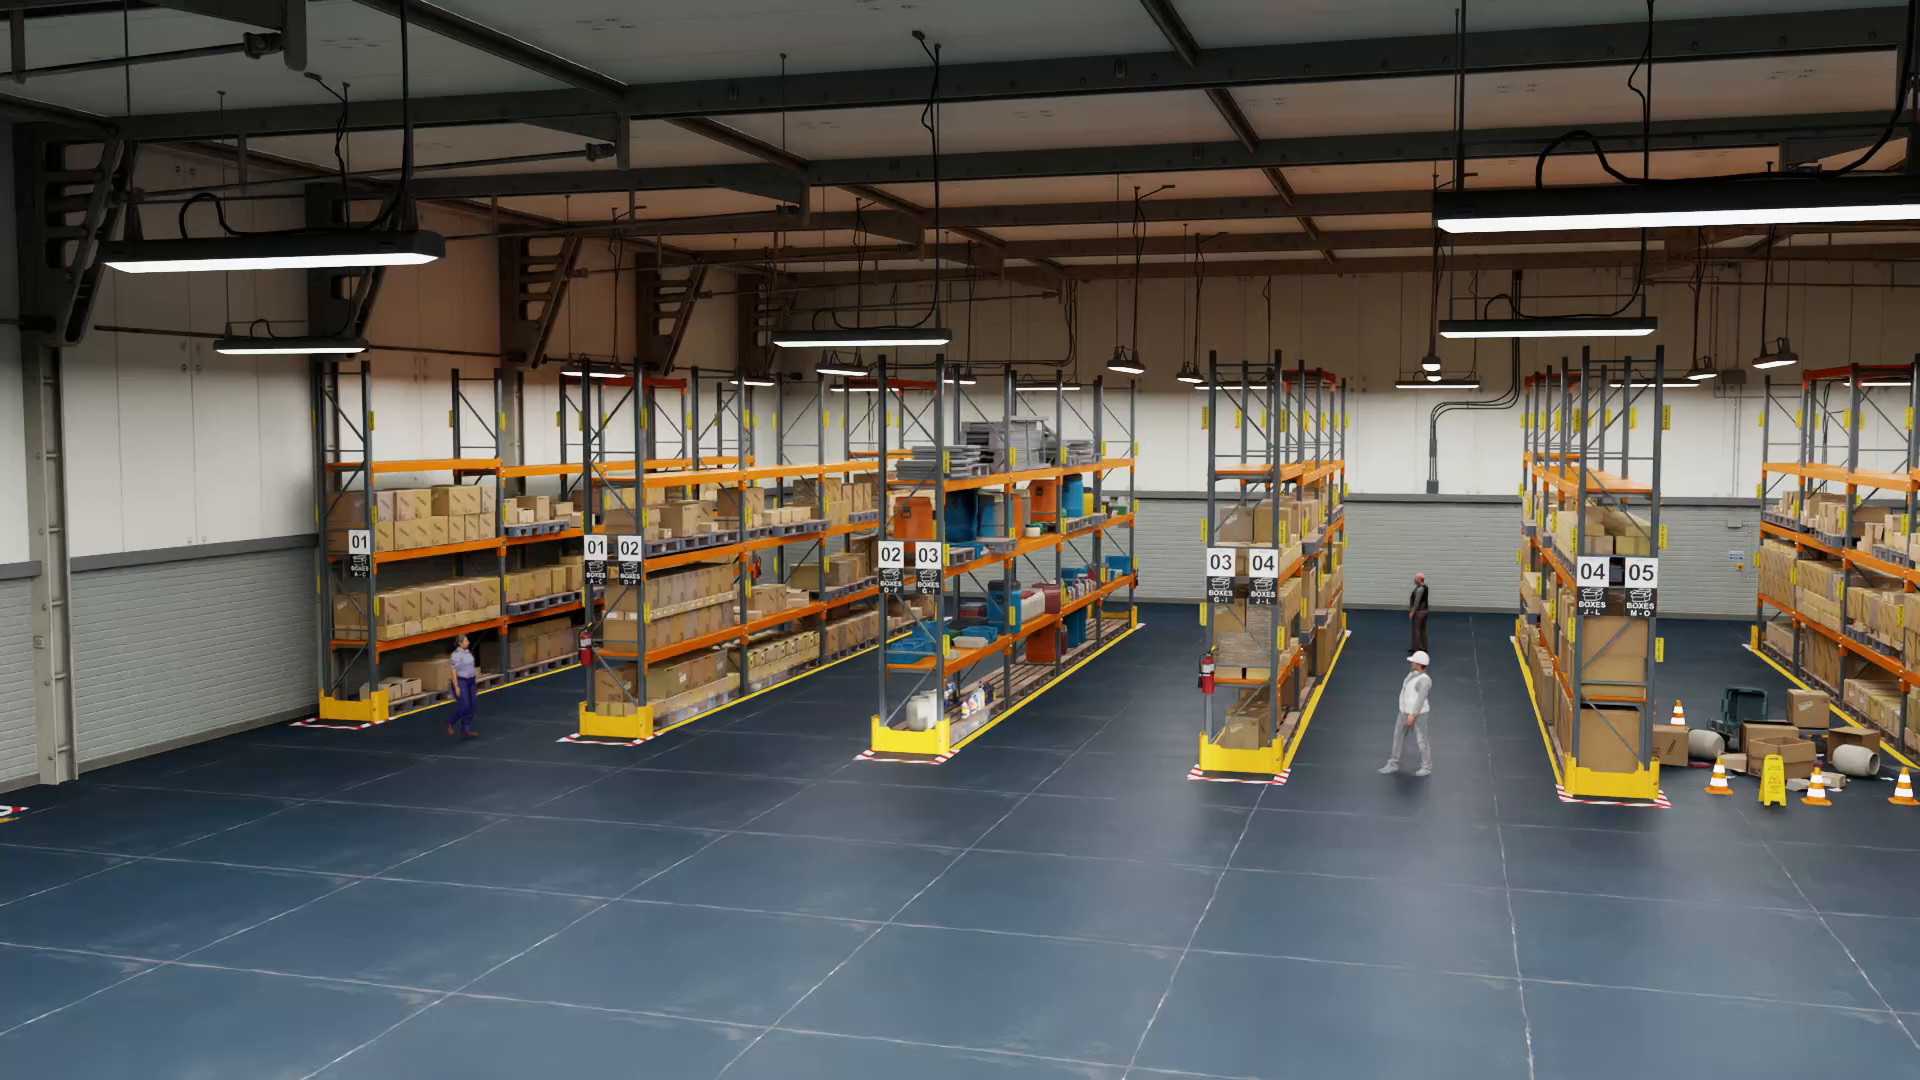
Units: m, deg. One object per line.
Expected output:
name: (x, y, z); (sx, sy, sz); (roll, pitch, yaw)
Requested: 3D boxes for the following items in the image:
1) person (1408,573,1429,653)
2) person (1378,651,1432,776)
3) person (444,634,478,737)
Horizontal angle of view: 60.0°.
person: (9.871, 1.579, 35.815); (0.417, 1.737, 0.555); (2, 5, 31)
person: (6.354, 2.447, 23.527); (0.601, 1.776, 0.632); (-2, 5, -28)
person: (-7.851, 2.293, 26.191); (0.496, 1.634, 0.497); (1, 4, 20)
